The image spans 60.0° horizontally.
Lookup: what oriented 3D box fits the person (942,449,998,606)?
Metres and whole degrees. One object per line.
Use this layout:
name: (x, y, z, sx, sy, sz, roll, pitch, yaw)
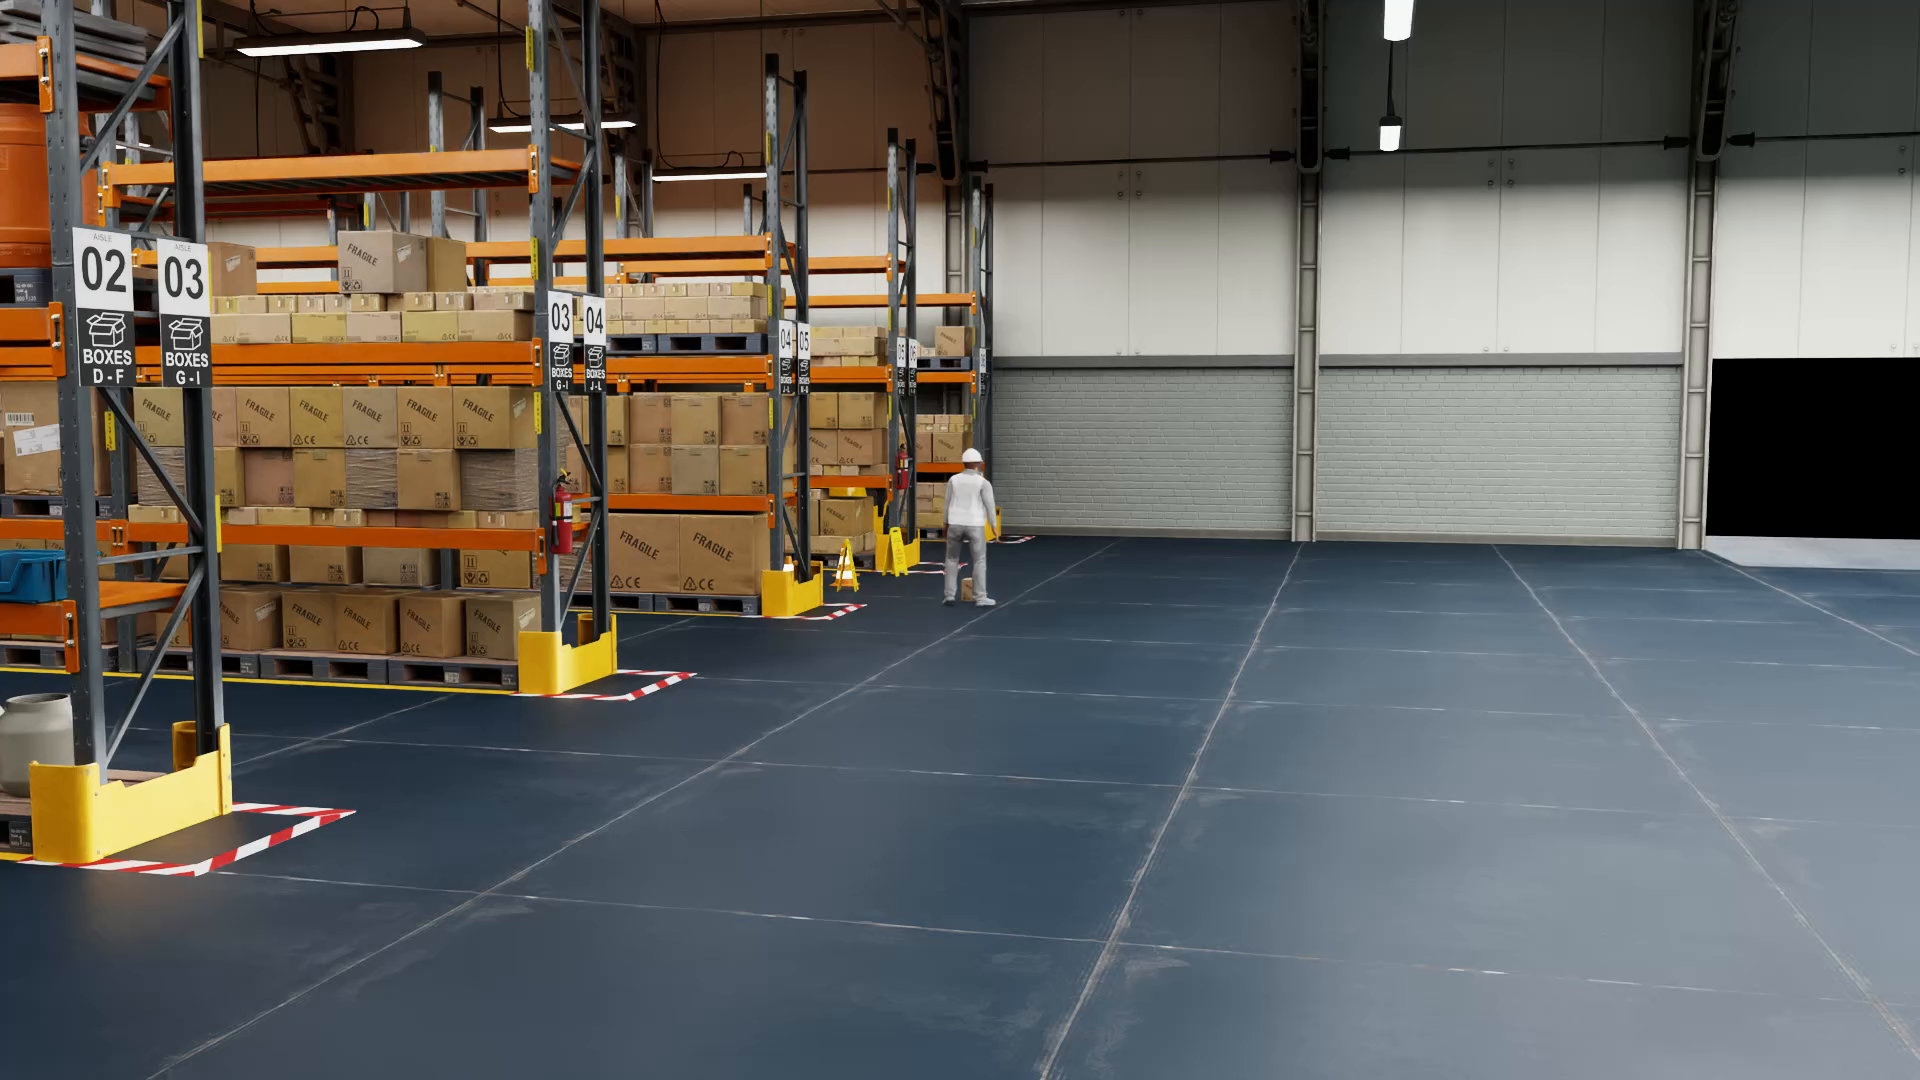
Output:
person: (0.098, -0.136, 18.855, 0.686, 1.800, 0.374, 1, 5, 17)
